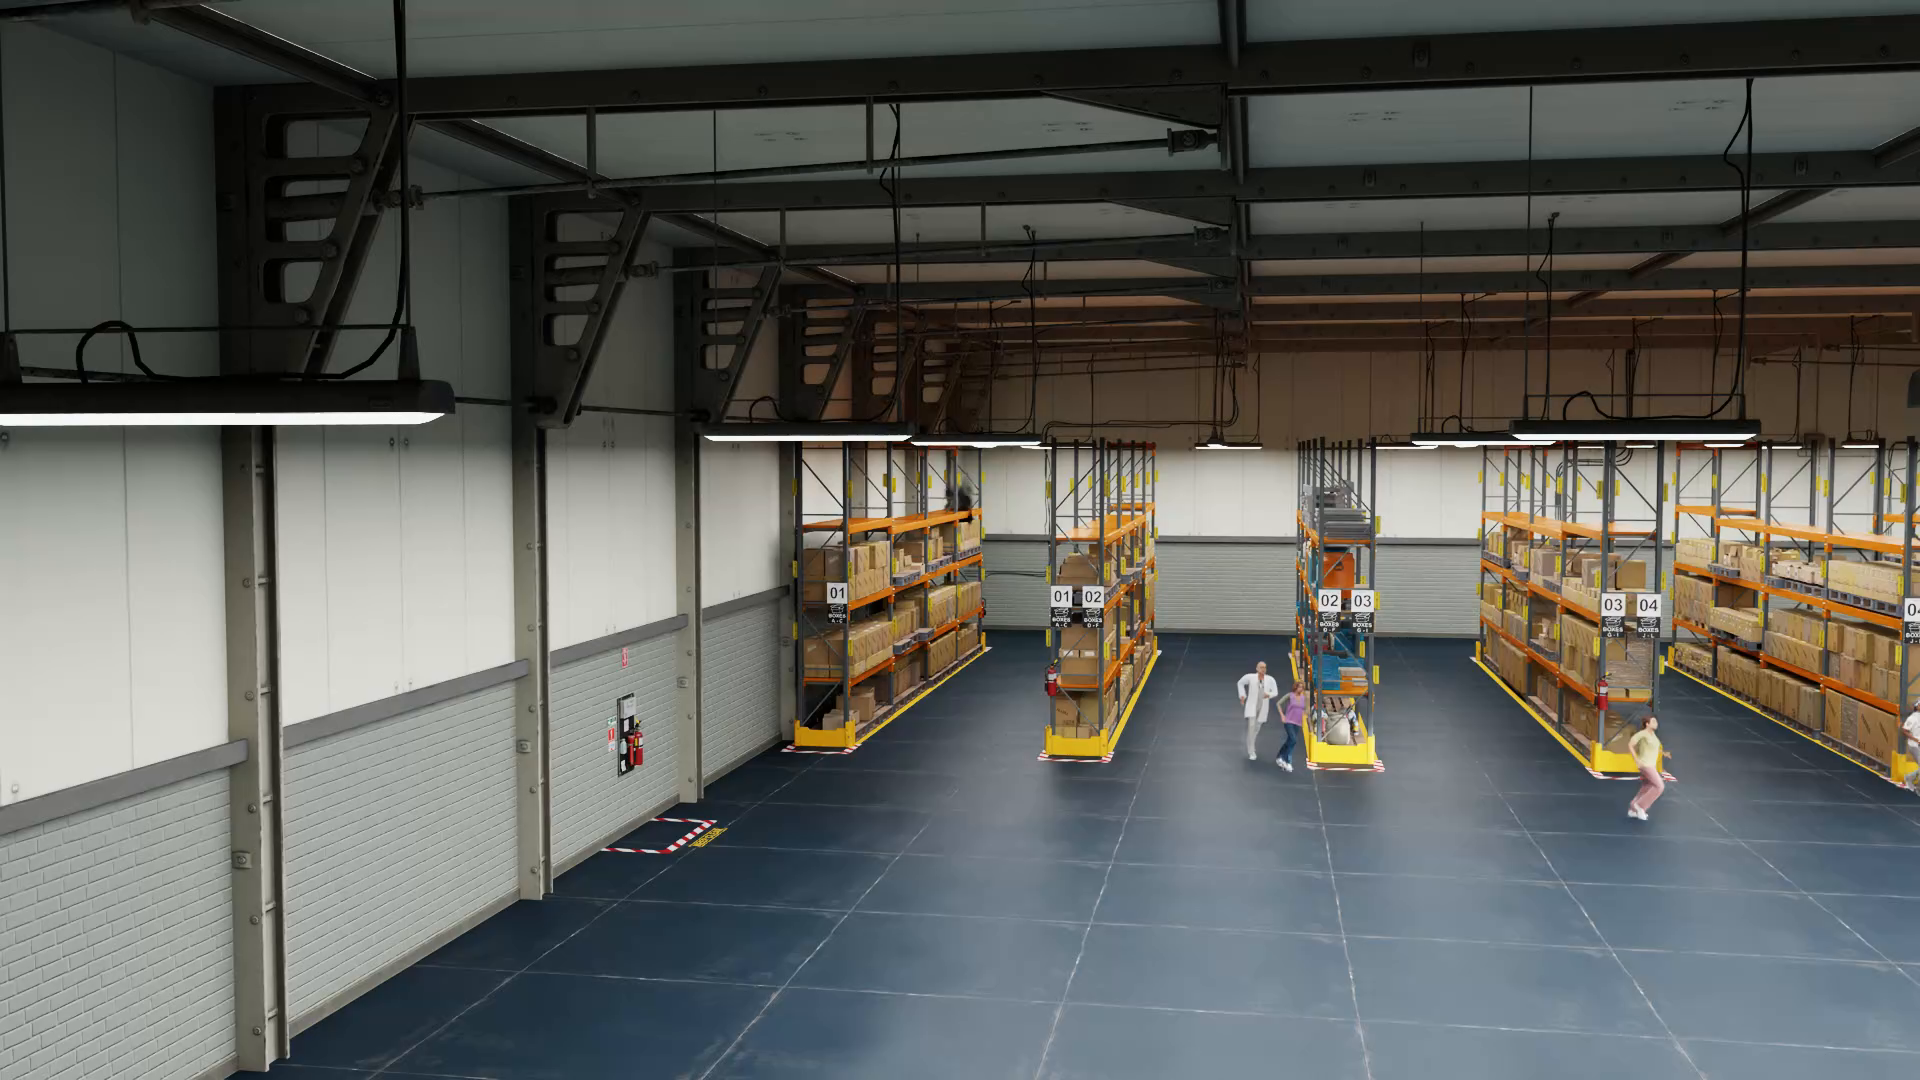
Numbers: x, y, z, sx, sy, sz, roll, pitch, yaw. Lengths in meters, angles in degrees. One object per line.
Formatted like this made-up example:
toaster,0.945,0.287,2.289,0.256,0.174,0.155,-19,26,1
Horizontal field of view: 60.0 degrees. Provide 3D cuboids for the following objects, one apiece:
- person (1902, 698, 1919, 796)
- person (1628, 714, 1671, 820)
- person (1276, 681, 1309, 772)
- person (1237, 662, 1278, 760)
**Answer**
person,15.965,3.450,27.677,0.627,1.693,0.568,-1,3,-26
person,10.712,3.532,25.848,0.604,1.620,0.582,2,4,39
person,6.015,3.355,30.042,0.536,1.611,0.656,-1,3,-24
person,5.619,3.196,31.349,0.716,1.822,0.961,0,3,-5
